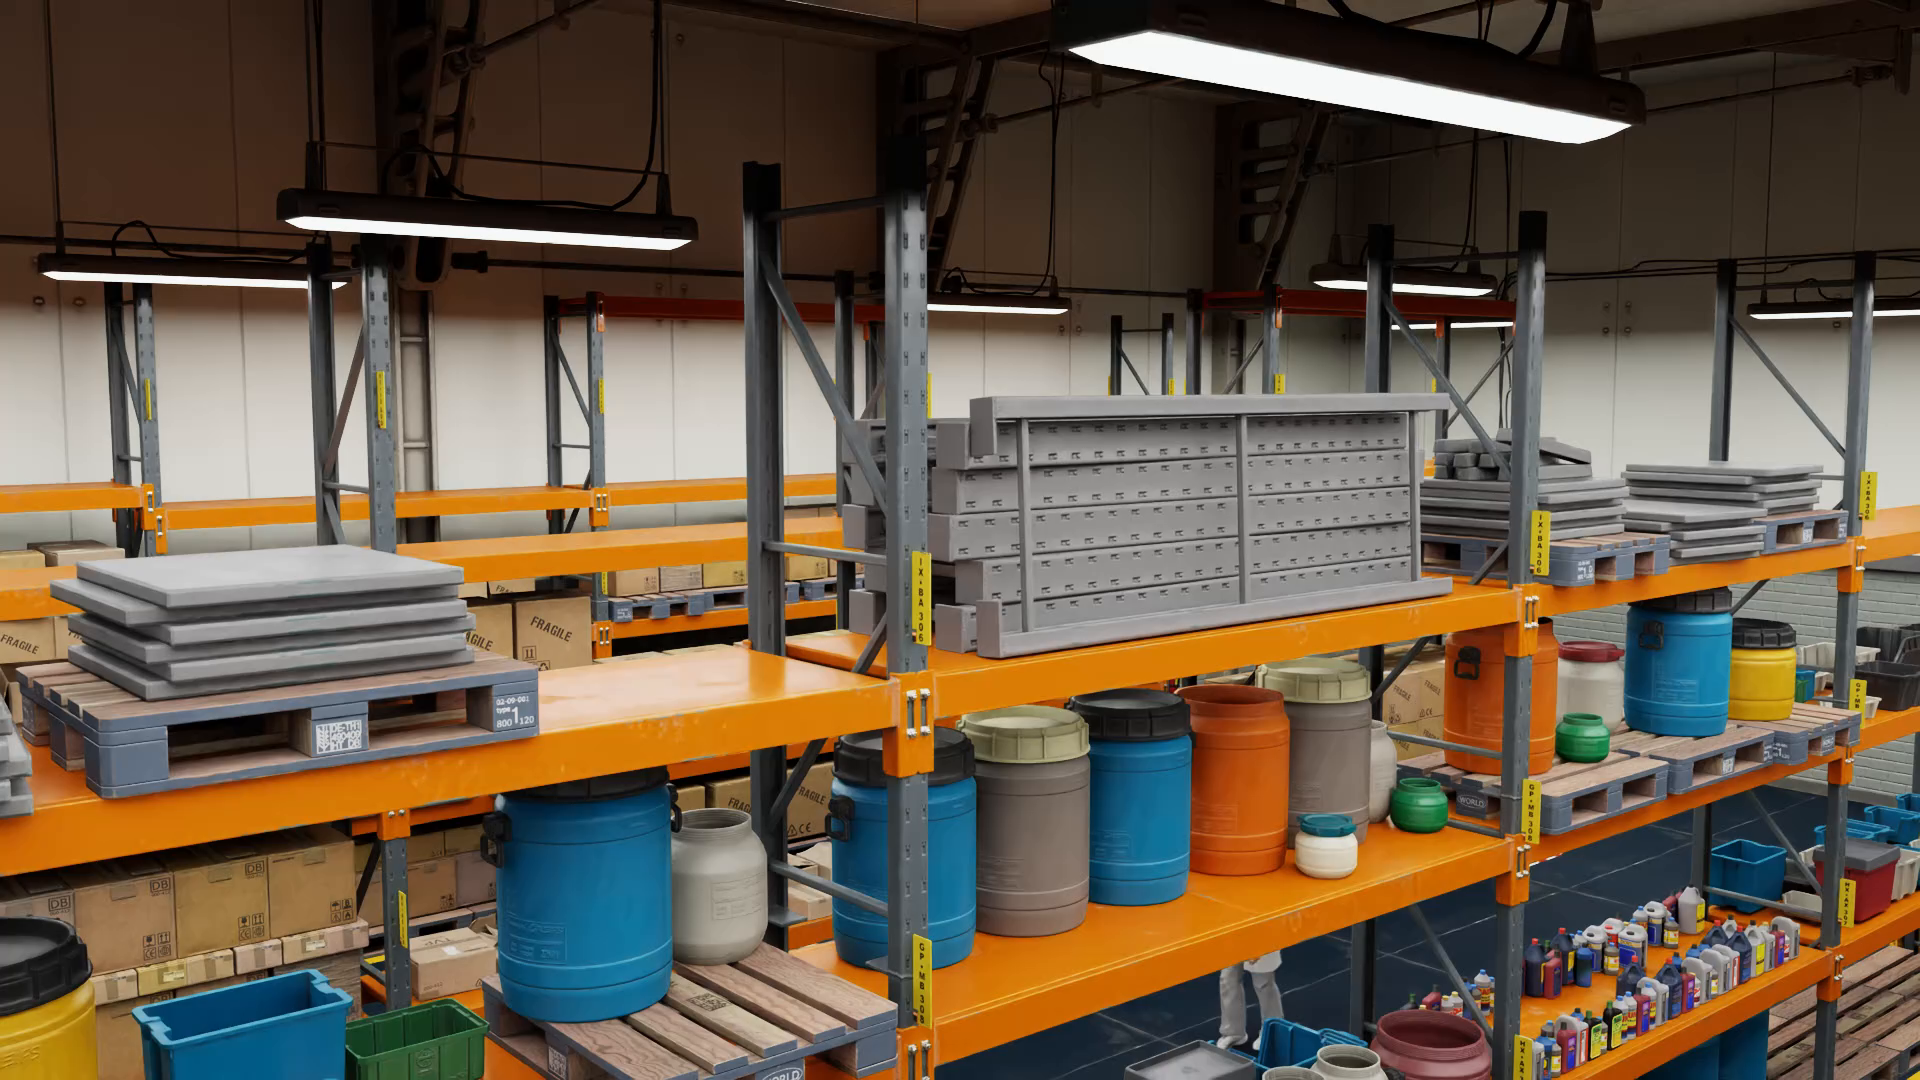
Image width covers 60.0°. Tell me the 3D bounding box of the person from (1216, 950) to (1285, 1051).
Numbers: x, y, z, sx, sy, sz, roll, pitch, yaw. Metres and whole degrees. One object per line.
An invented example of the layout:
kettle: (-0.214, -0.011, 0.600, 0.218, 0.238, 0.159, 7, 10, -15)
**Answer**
person: (2.230, 3.100, 12.800, 0.653, 1.766, 0.646, -3, 6, -25)
